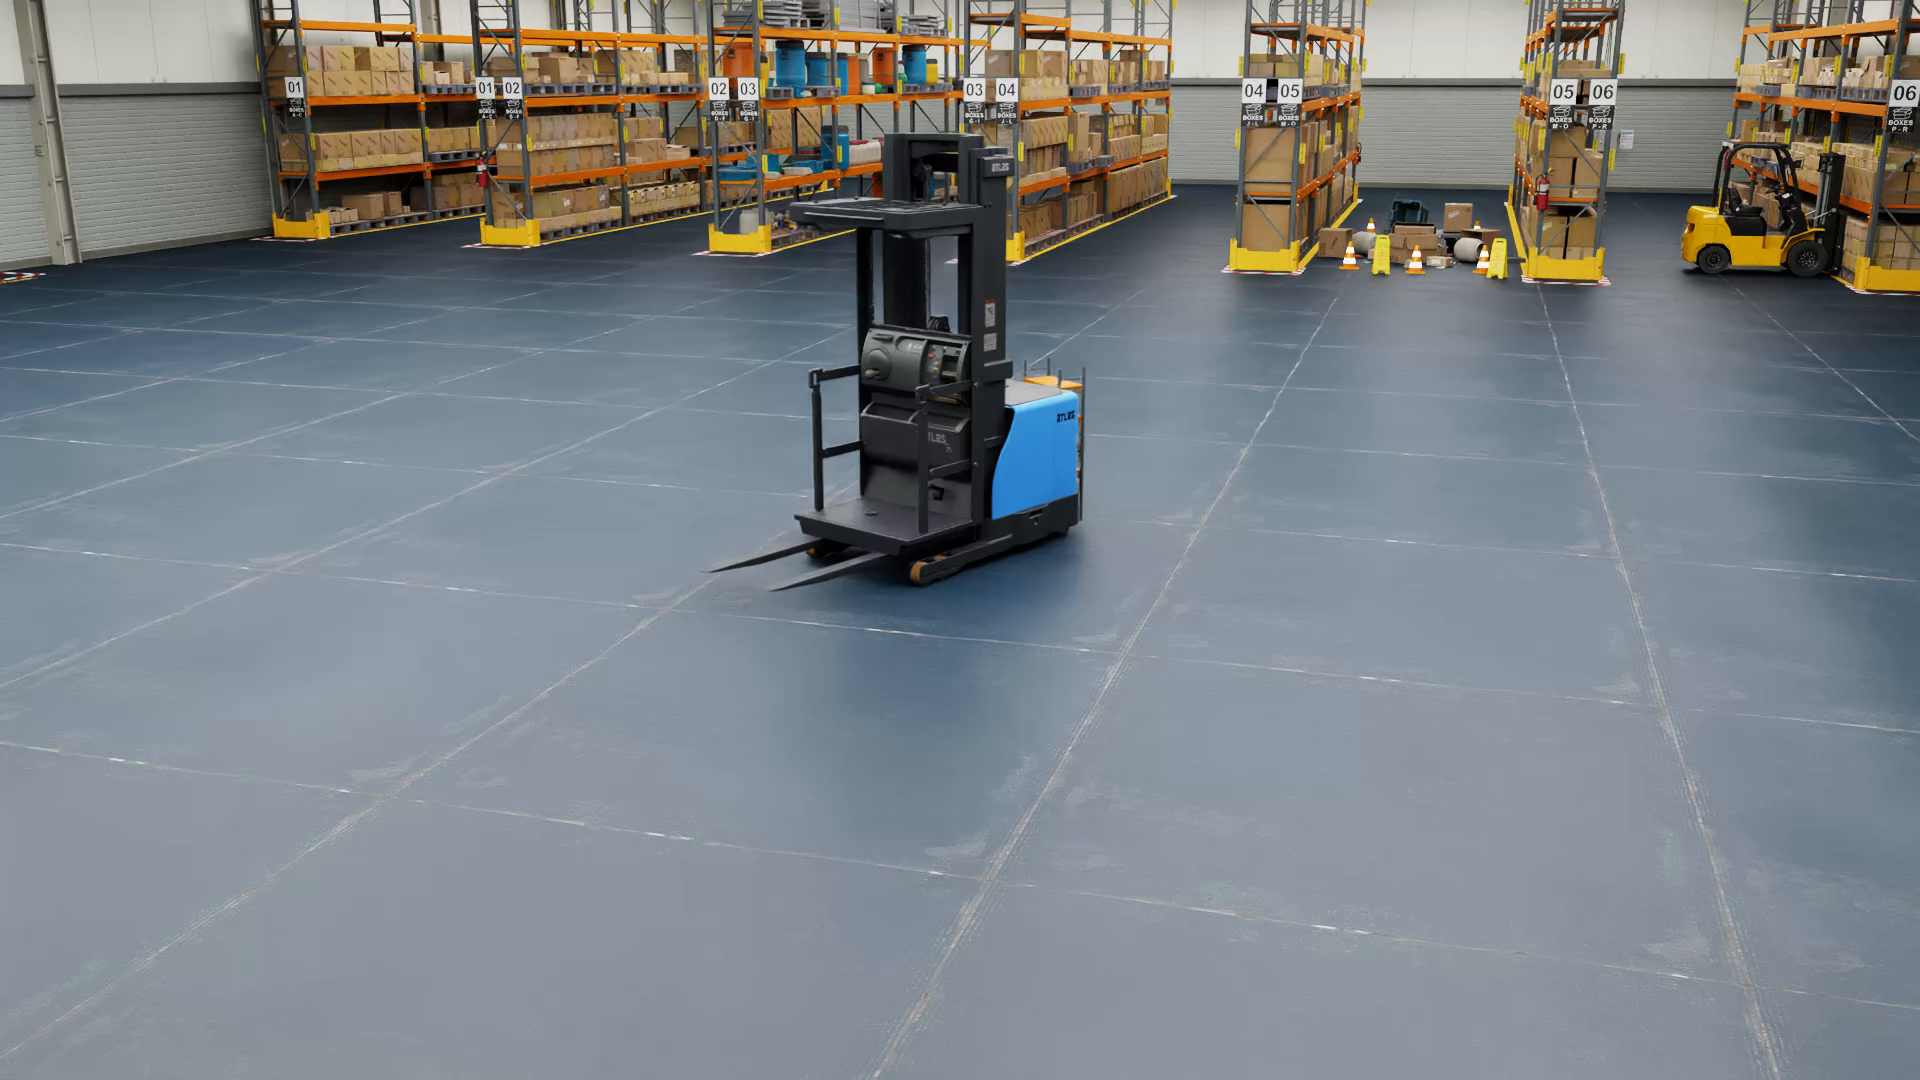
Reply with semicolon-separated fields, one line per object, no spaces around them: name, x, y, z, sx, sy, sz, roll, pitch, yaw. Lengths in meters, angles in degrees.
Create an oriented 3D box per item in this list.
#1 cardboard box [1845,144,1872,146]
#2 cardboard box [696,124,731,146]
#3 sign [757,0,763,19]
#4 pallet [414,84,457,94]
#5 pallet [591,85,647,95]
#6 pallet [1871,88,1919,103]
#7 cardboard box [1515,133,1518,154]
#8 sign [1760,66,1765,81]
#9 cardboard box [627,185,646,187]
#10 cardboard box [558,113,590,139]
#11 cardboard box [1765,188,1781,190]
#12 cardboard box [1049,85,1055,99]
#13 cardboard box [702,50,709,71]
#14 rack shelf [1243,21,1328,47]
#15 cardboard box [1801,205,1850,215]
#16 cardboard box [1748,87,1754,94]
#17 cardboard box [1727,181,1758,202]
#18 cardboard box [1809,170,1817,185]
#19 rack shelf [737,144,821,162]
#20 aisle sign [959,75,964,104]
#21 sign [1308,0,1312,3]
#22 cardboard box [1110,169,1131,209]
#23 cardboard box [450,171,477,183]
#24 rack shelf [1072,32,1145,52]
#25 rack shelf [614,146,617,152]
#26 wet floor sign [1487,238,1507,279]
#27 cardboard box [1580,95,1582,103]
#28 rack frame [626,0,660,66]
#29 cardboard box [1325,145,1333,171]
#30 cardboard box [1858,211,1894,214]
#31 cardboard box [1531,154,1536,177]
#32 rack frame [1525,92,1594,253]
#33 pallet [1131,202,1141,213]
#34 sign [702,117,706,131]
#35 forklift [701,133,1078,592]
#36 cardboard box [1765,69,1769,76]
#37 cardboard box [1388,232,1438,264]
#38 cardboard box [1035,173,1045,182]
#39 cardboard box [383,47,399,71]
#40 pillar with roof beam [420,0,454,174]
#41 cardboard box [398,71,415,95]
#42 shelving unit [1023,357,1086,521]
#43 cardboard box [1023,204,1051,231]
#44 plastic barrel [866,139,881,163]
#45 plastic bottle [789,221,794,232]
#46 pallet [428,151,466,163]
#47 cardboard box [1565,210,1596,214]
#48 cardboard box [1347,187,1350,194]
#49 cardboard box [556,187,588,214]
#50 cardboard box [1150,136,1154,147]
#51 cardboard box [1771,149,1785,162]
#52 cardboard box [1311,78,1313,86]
cardboard box;15.536;-6.767;28.775;0.380;0.149;0.250;4;16;15
cardboard box;-6.145;-10.084;41.430;0.700;0.500;0.500;8;18;26
sign;-3.659;-9.699;30.417;0.100;0.325;0.005;5;16;16
pallet;-12.269;-10.278;37.916;1.213;0.211;1.003;5;16;16
pallet;-7.558;-9.972;36.843;0.805;0.209;1.217;4;16;14
pallet;15.051;-7.004;26.192;1.003;0.211;1.213;5;16;16
cardboard box;14.201;-9.936;41.678;0.500;0.500;0.500;4;16;15
sign;17.713;-10.292;36.674;0.100;0.325;0.005;5;16;16
cardboard box;-7.524;-8.064;38.506;0.500;0.311;0.500;4;16;15
cardboard box;-8.201;-8.681;34.879;0.700;0.500;0.500;5;16;16
cardboard box;17.747;-7.579;36.177;0.380;0.149;0.250;4;16;15
cardboard box;1.523;-8.582;31.866;0.500;0.250;0.500;5;16;15
cardboard box;-6.384;-11.655;40.410;0.500;0.500;0.500;5;16;16
rack shelf;5.859;-9.033;29.737;1.077;0.370;4.000;5;16;16
cardboard box;16.539;-6.064;31.793;0.875;0.625;0.625;4;16;14
cardboard box;18.464;-10.405;38.478;0.380;0.149;0.250;5;17;17
cardboard box;19.108;-8.455;40.448;0.797;0.503;0.637;4;16;14
cardboard box;15.992;-6.679;30.656;0.500;0.250;0.500;5;16;16
rack shelf;-4.954;-10.659;45.731;1.077;0.370;4.000;5;16;16
aisle sign;0.098;-12.436;45.912;0.394;0.787;0.004;5;16;16
sign;8.186;-12.722;38.835;0.100;0.325;0.005;5;16;16
cardboard box;3.314;-8.258;39.070;1.225;0.875;0.875;5;16;16
cardboard box;-11.928;-8.717;39.965;0.500;0.250;0.500;5;16;16
rack shelf;3.406;-11.537;38.565;1.077;0.370;4.000;5;16;16
rack shelf;-9.705;-11.042;47.082;1.077;0.370;4.000;5;16;16
wet floor sign;8.985;-4.705;27.736;0.267;0.644;0.232;11;19;35
cardboard box;10.615;-7.398;27.877;0.380;0.149;0.250;5;16;16
rack frame;-9.136;-14.798;48.010;1.000;3.000;0.127;5;16;16
cardboard box;7.551;-8.034;34.975;0.500;0.500;0.500;5;16;16
cardboard box;15.878;-5.550;28.837;0.500;0.250;0.500;4;16;15
cardboard box;10.810;-6.949;30.604;0.500;0.500;0.500;5;16;16
rack frame;11.202;-6.851;30.987;1.000;3.000;0.127;5;16;16
pallet;3.827;-8.164;40.724;1.003;0.211;1.213;5;16;16
sign;-6.126;-9.950;39.792;0.100;0.325;0.005;5;16;16
forklift;-0.451;-1.252;11.373;1.130;2.935;3.031;13;20;39
cardboard box;17.610;-10.093;35.883;0.380;0.149;0.250;4;16;15
cardboard box;8.137;-5.260;29.951;0.797;0.503;0.637;-7;17;-23
cardboard box;1.393;-6.893;31.596;0.380;0.149;0.250;5;16;16
cardboard box;-12.575;-10.457;36.150;0.500;0.500;0.500;6;17;19
pillar with roof beam;-8.481;-12.098;38.491;9.100;9.000;0.400;5;16;16
cardboard box;-12.454;-10.121;36.798;0.500;0.500;0.500;5;17;17
shelving unit;0.719;-0.770;12.846;0.258;1.200;0.503;-9;18;-29
cardboard box;1.549;-6.518;33.623;0.500;0.500;0.500;4;16;14
plastic barrel;-1.999;-8.818;37.718;0.421;0.512;0.421;0;16;0
plastic bottle;-3.371;-6.307;33.261;0.097;0.271;0.097;0;16;0
pallet;-12.190;-8.869;38.451;1.003;0.211;1.213;5;16;16
cardboard box;10.861;-5.508;29.148;0.500;0.500;0.500;5;17;17
cardboard box;9.538;-8.749;41.589;0.380;0.149;0.250;5;17;16
cardboard box;-8.138;-7.098;34.751;0.500;0.500;0.500;5;16;16
cardboard box;4.647;-10.152;42.354;0.500;0.250;0.500;5;17;17
cardboard box;17.088;-7.945;34.348;0.500;0.250;0.500;4;16;13
cardboard box;6.054;-8.130;29.505;0.380;0.149;0.250;5;16;15
